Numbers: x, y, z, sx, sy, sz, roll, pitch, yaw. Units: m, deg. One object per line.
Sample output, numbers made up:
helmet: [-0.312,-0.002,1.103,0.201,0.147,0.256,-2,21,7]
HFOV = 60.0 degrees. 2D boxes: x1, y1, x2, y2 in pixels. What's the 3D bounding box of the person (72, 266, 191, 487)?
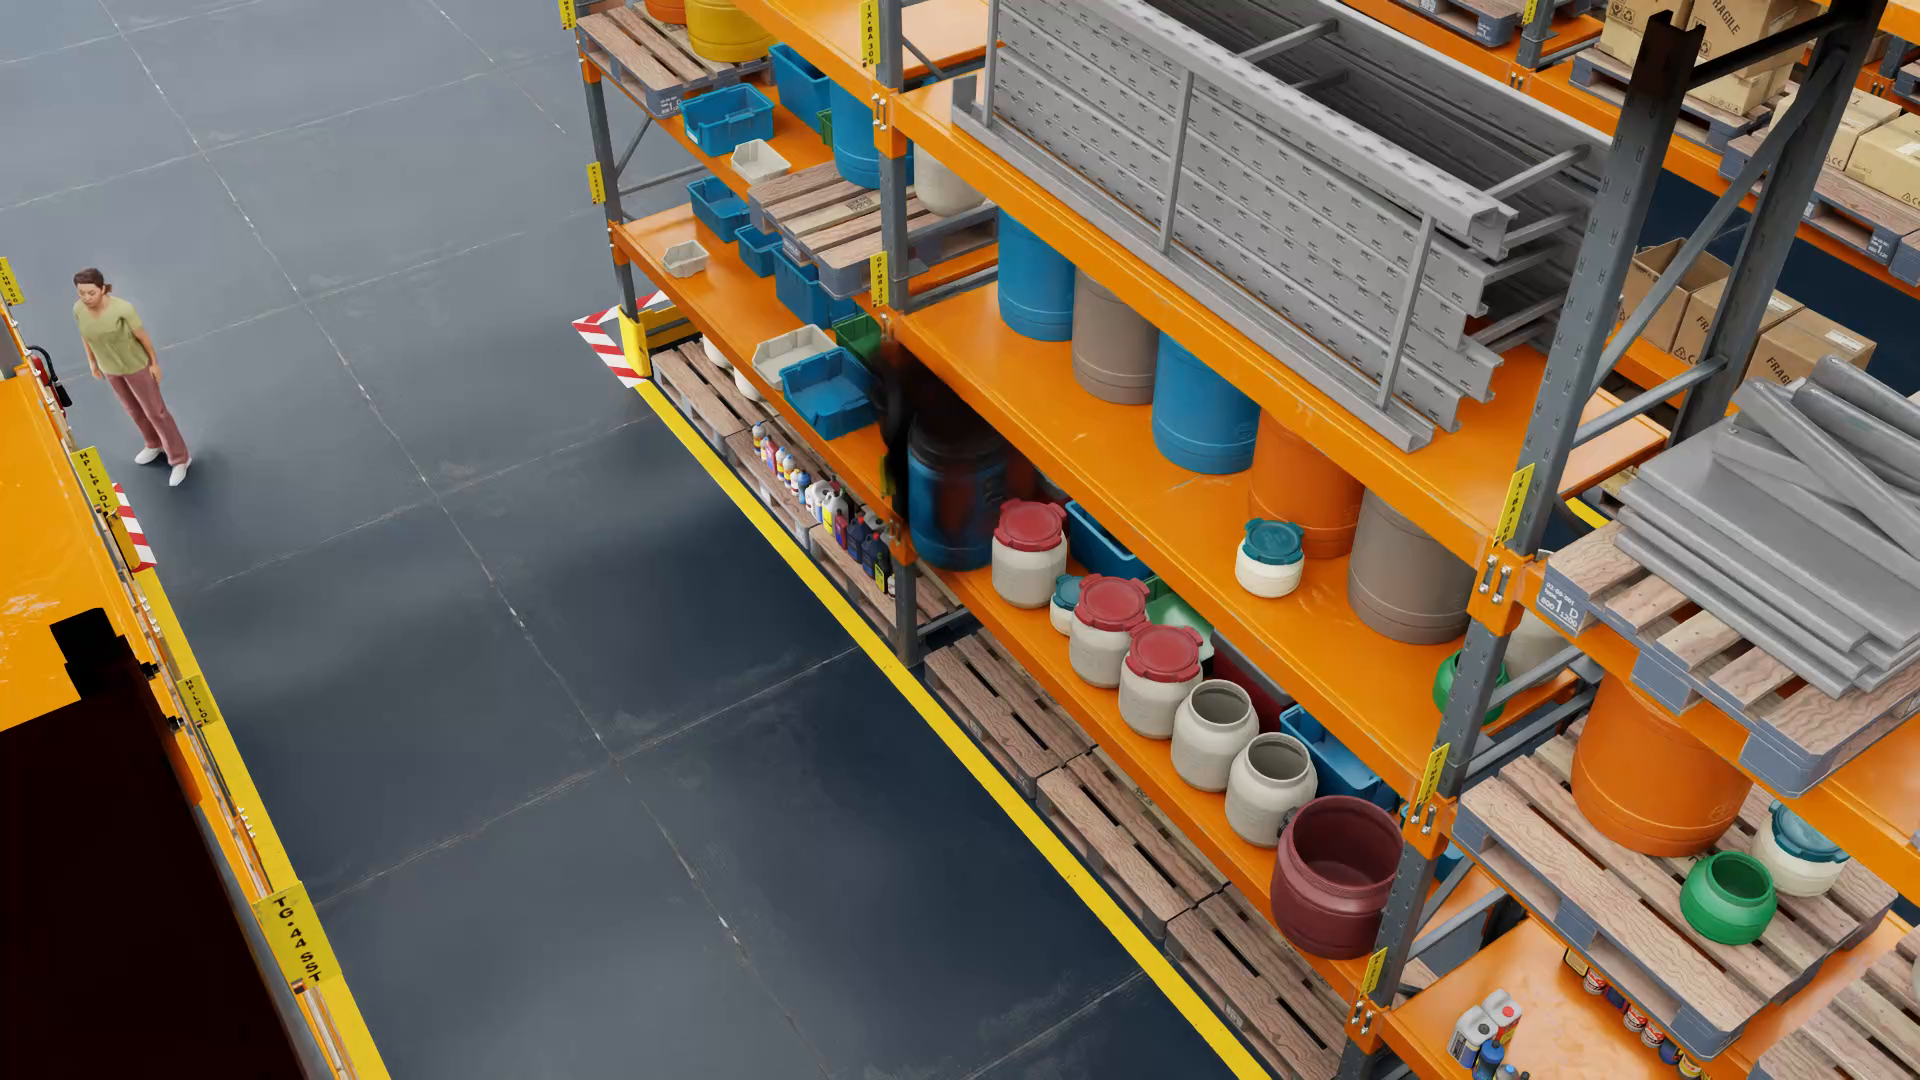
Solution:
person: [-5.964,-1.179,11.832,0.545,1.691,0.477,5,43,5]
